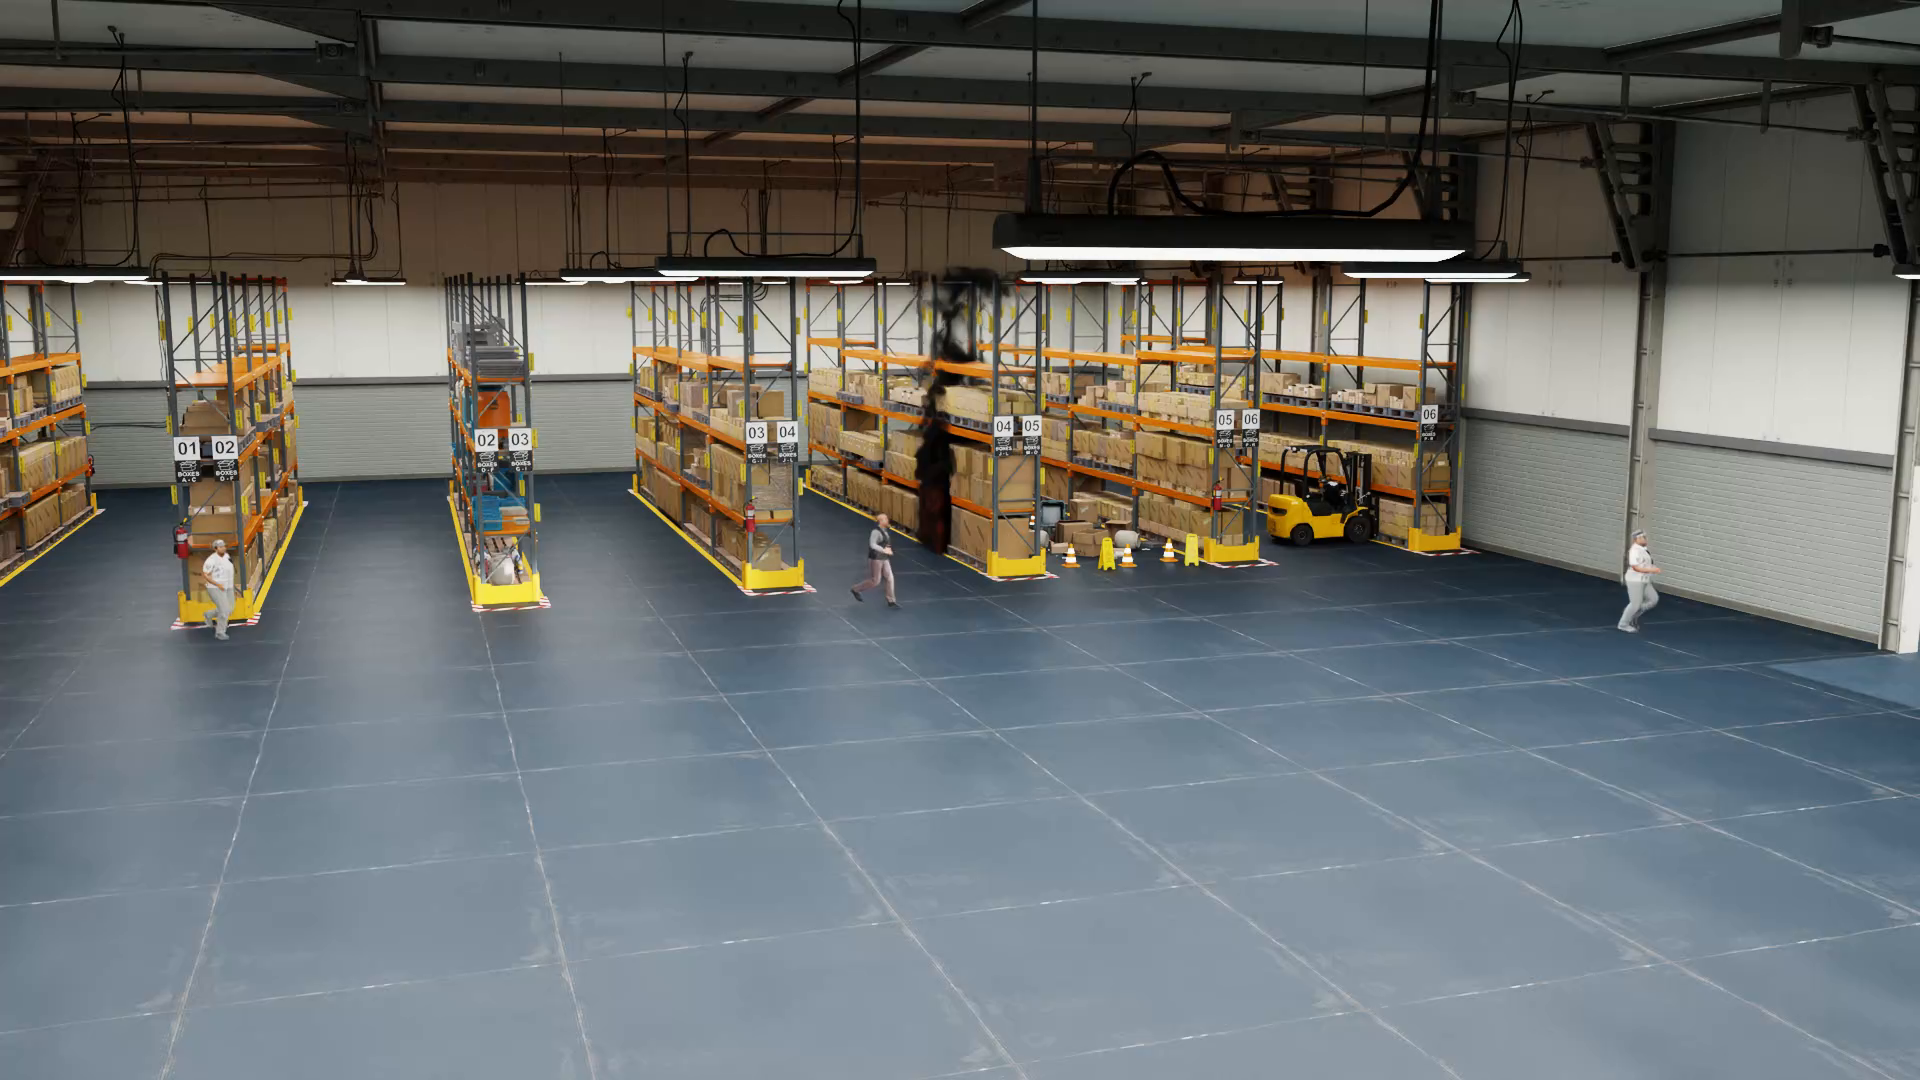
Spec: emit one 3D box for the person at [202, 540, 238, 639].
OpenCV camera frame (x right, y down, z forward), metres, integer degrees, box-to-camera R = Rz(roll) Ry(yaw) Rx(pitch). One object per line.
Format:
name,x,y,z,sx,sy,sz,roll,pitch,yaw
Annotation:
person,-12.273,0.804,27.488,0.612,1.657,0.621,3,9,18

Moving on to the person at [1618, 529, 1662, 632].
person,11.385,0.675,27.777,0.648,1.741,0.646,7,11,37

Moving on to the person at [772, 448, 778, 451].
person,-5.178,-2.071,46.644,0.552,1.579,0.707,-2,9,-16

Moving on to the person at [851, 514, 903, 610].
person,-1.486,0.377,29.937,0.994,1.718,0.680,3,9,17
